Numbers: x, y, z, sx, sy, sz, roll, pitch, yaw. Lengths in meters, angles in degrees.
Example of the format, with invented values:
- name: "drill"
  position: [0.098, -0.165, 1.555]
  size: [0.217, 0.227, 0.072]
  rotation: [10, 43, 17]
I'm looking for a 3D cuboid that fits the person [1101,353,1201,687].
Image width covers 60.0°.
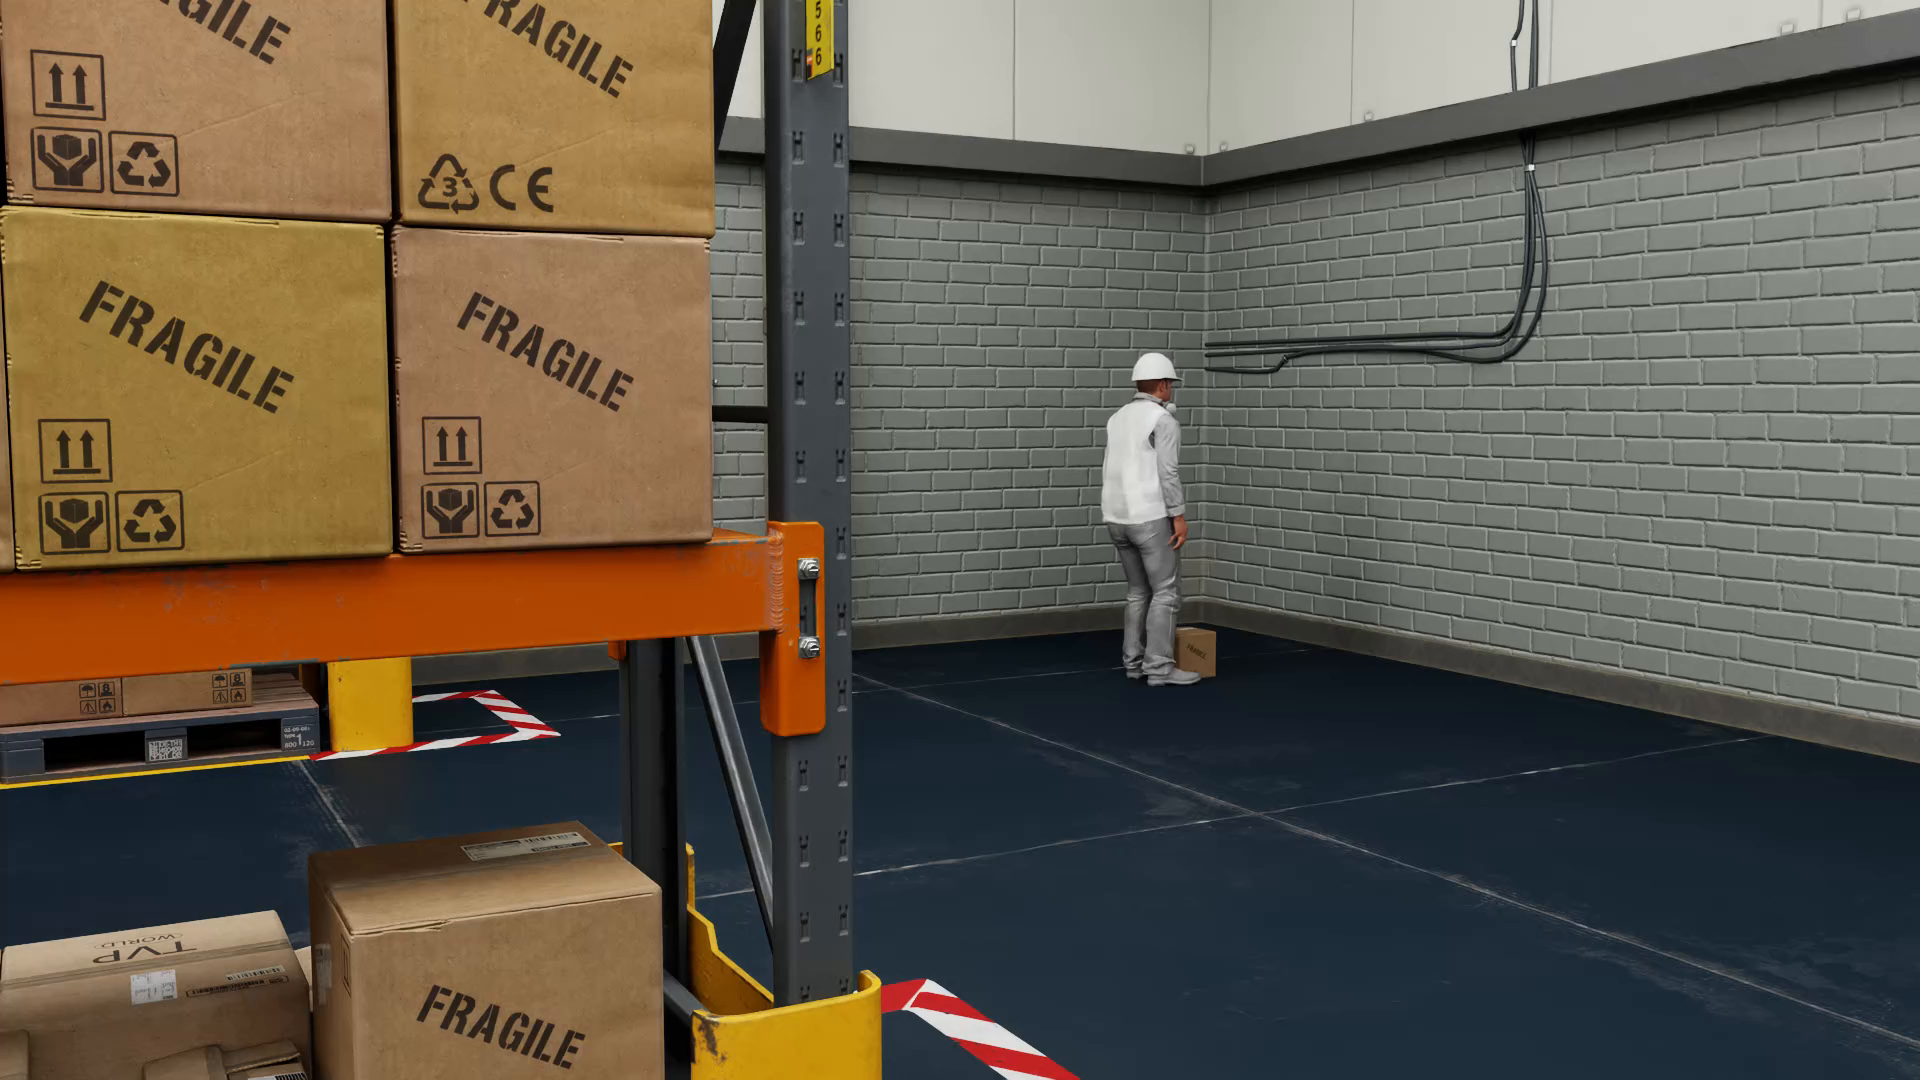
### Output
- name: "person"
  position: [1.012, -0.121, 8.987]
  size: [0.476, 1.769, 0.582]
  rotation: [-3, 6, -32]
